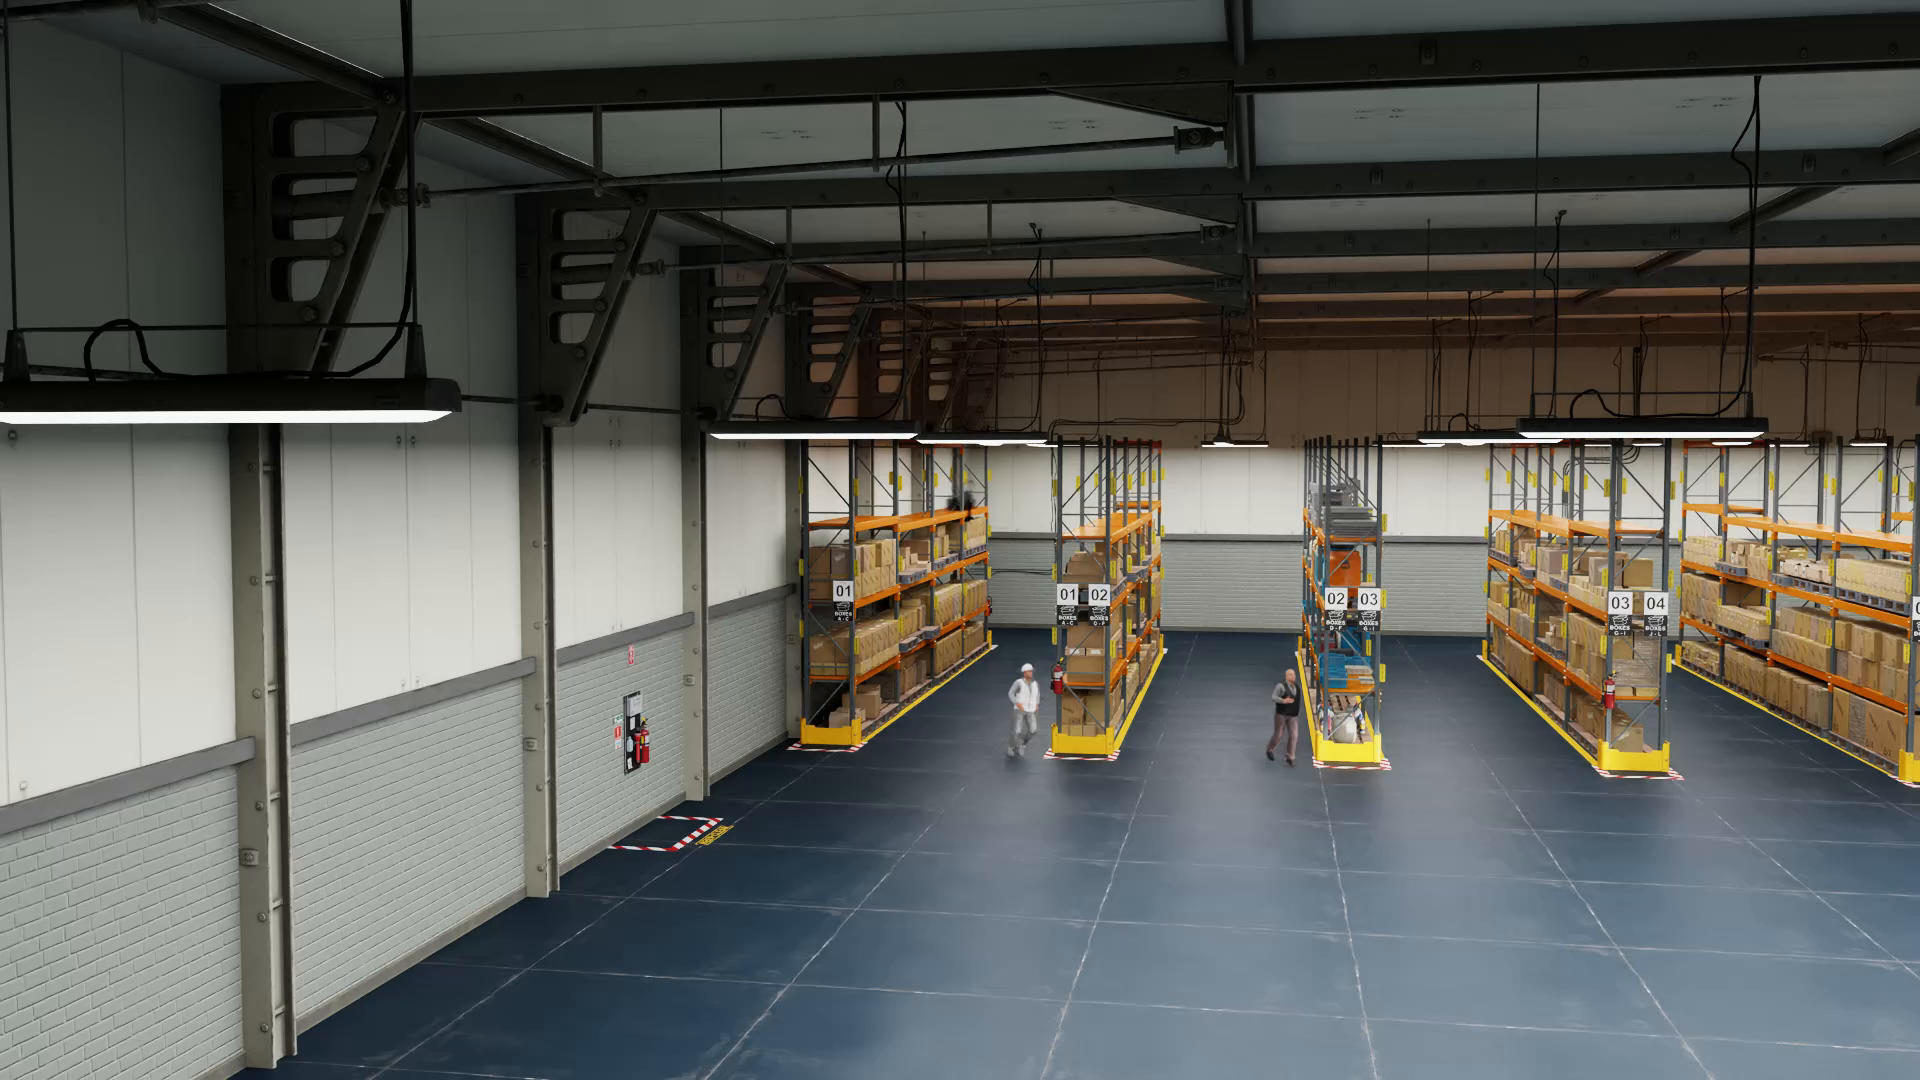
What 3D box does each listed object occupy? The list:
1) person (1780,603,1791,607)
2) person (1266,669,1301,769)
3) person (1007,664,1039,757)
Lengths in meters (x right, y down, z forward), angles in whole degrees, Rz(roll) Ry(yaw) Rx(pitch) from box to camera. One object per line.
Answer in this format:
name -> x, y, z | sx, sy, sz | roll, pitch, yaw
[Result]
person -> 21.228, 2.542, 42.801 | 0.630, 1.826, 0.814 | 0, 3, 7
person -> 5.950, 3.225, 30.259 | 0.665, 1.756, 0.855 | -1, 3, -17
person -> 1.240, 3.178, 31.061 | 0.715, 1.729, 0.612 | -1, 3, -22
